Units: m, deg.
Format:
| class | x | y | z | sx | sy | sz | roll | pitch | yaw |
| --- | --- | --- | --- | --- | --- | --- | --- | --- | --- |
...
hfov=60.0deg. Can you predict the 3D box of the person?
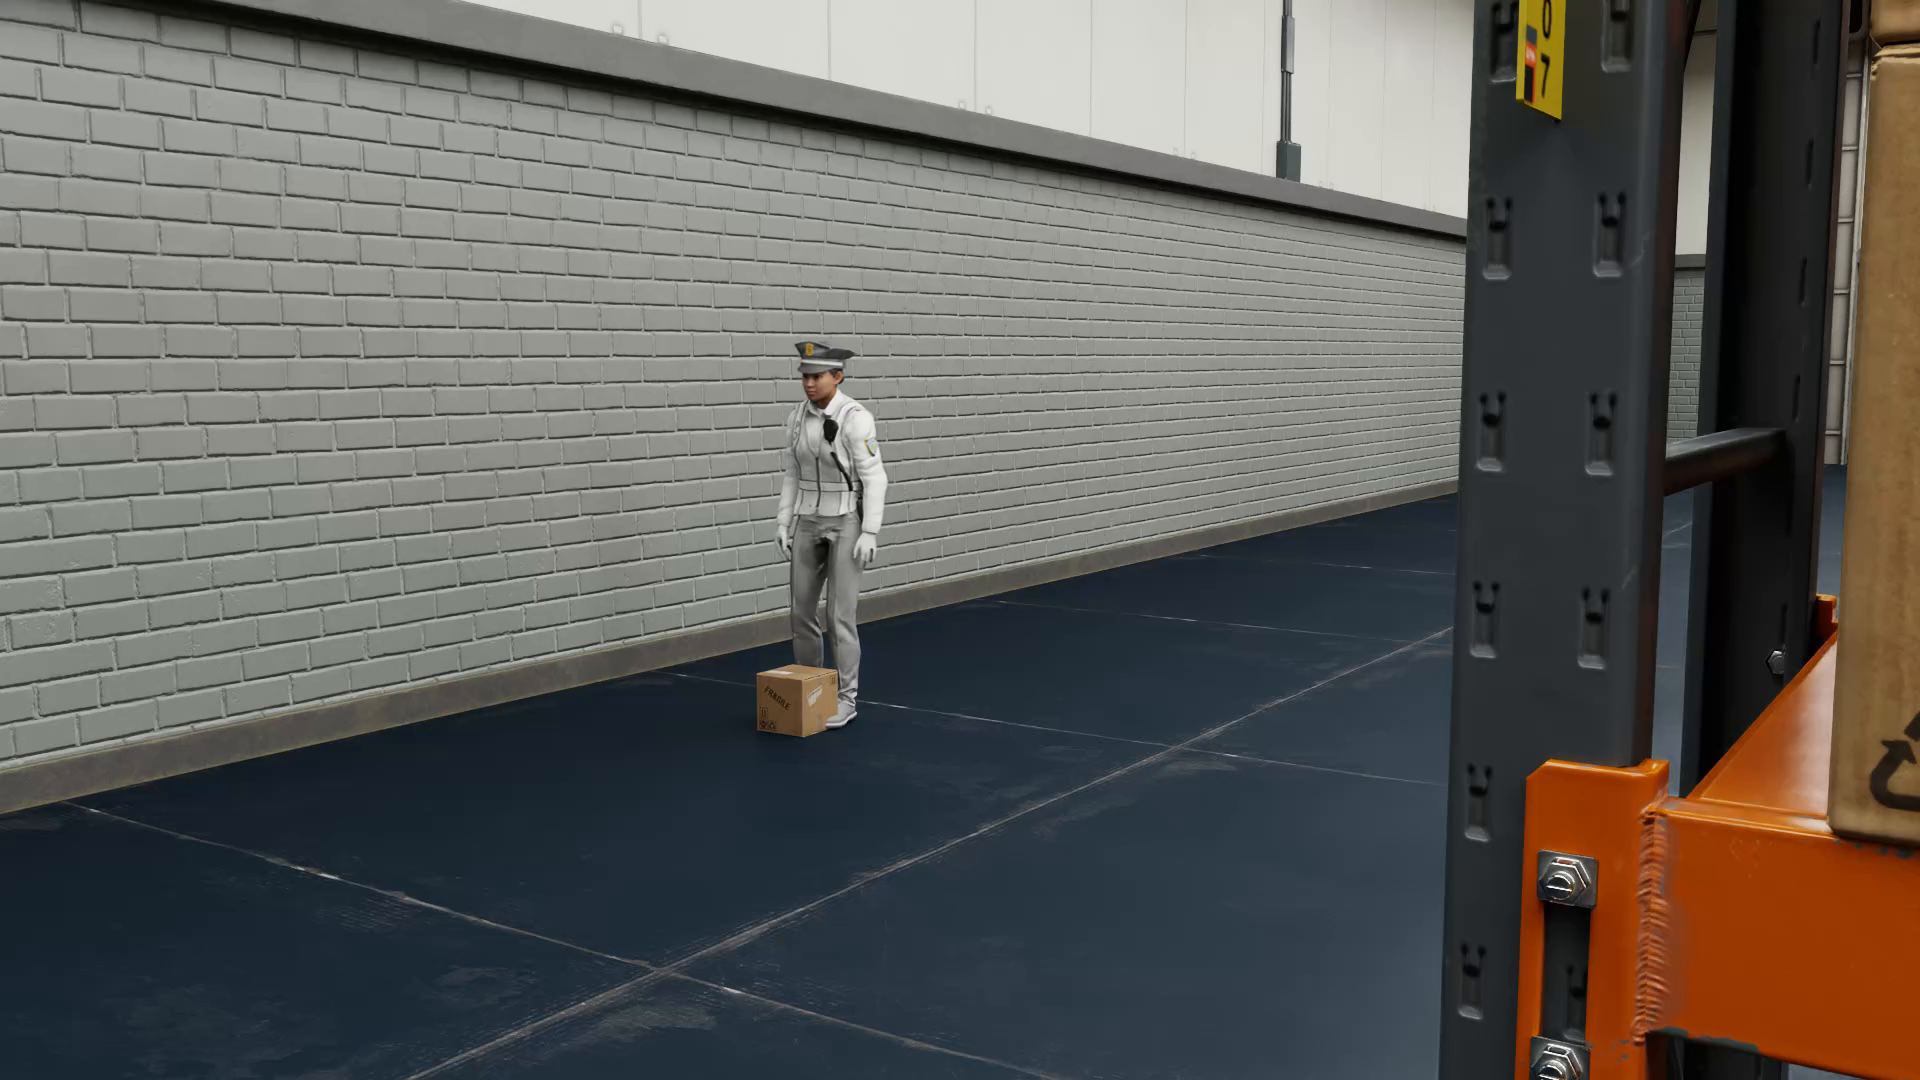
| class | x | y | z | sx | sy | sz | roll | pitch | yaw |
| --- | --- | --- | --- | --- | --- | --- | --- | --- | --- |
| person | -0.580 | -0.032 | 7.270 | 0.539 | 1.663 | 0.405 | 4 | 8 | 32 |
